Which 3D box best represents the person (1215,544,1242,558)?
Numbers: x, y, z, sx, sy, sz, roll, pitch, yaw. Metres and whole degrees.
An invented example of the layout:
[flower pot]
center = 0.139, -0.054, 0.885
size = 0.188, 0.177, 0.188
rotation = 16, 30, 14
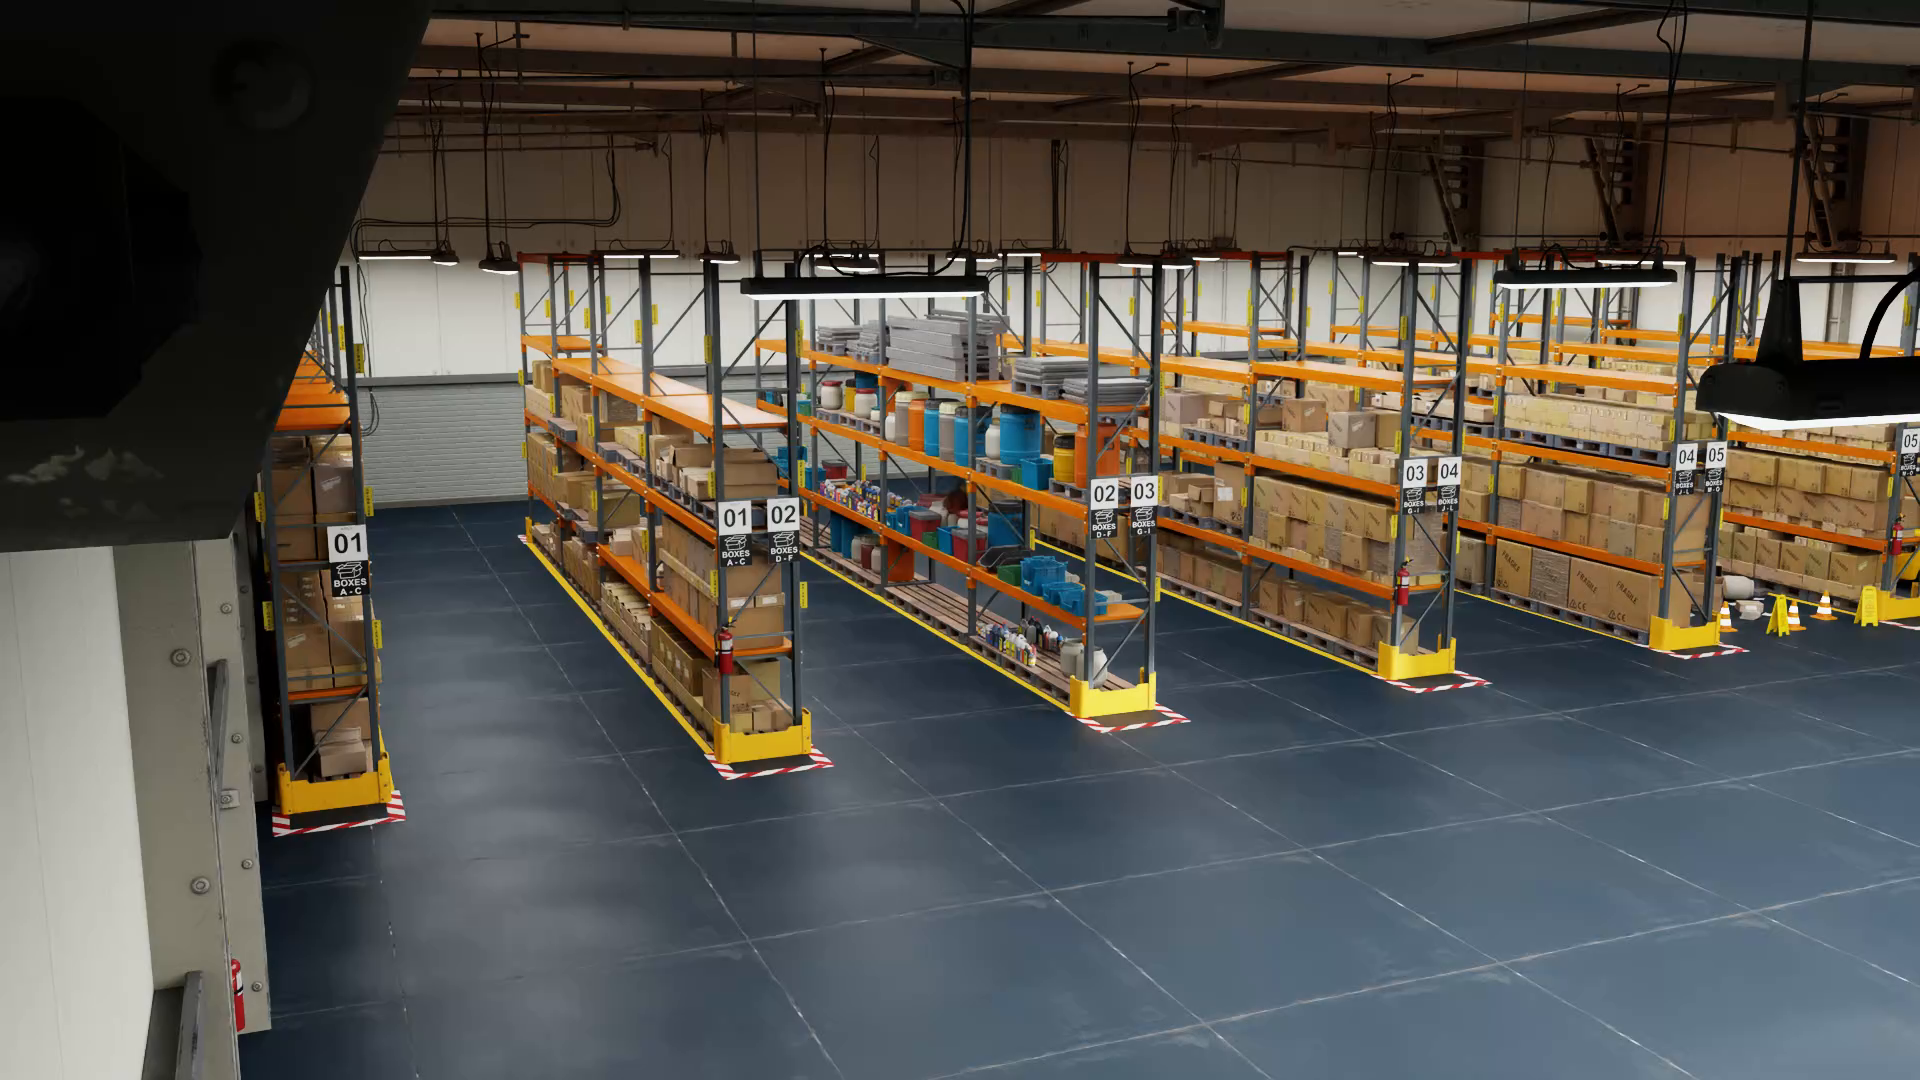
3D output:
[person]
center = 5.235, -0.381, 32.096
size = 0.672, 1.744, 0.940
rotation = -3, 11, -17
